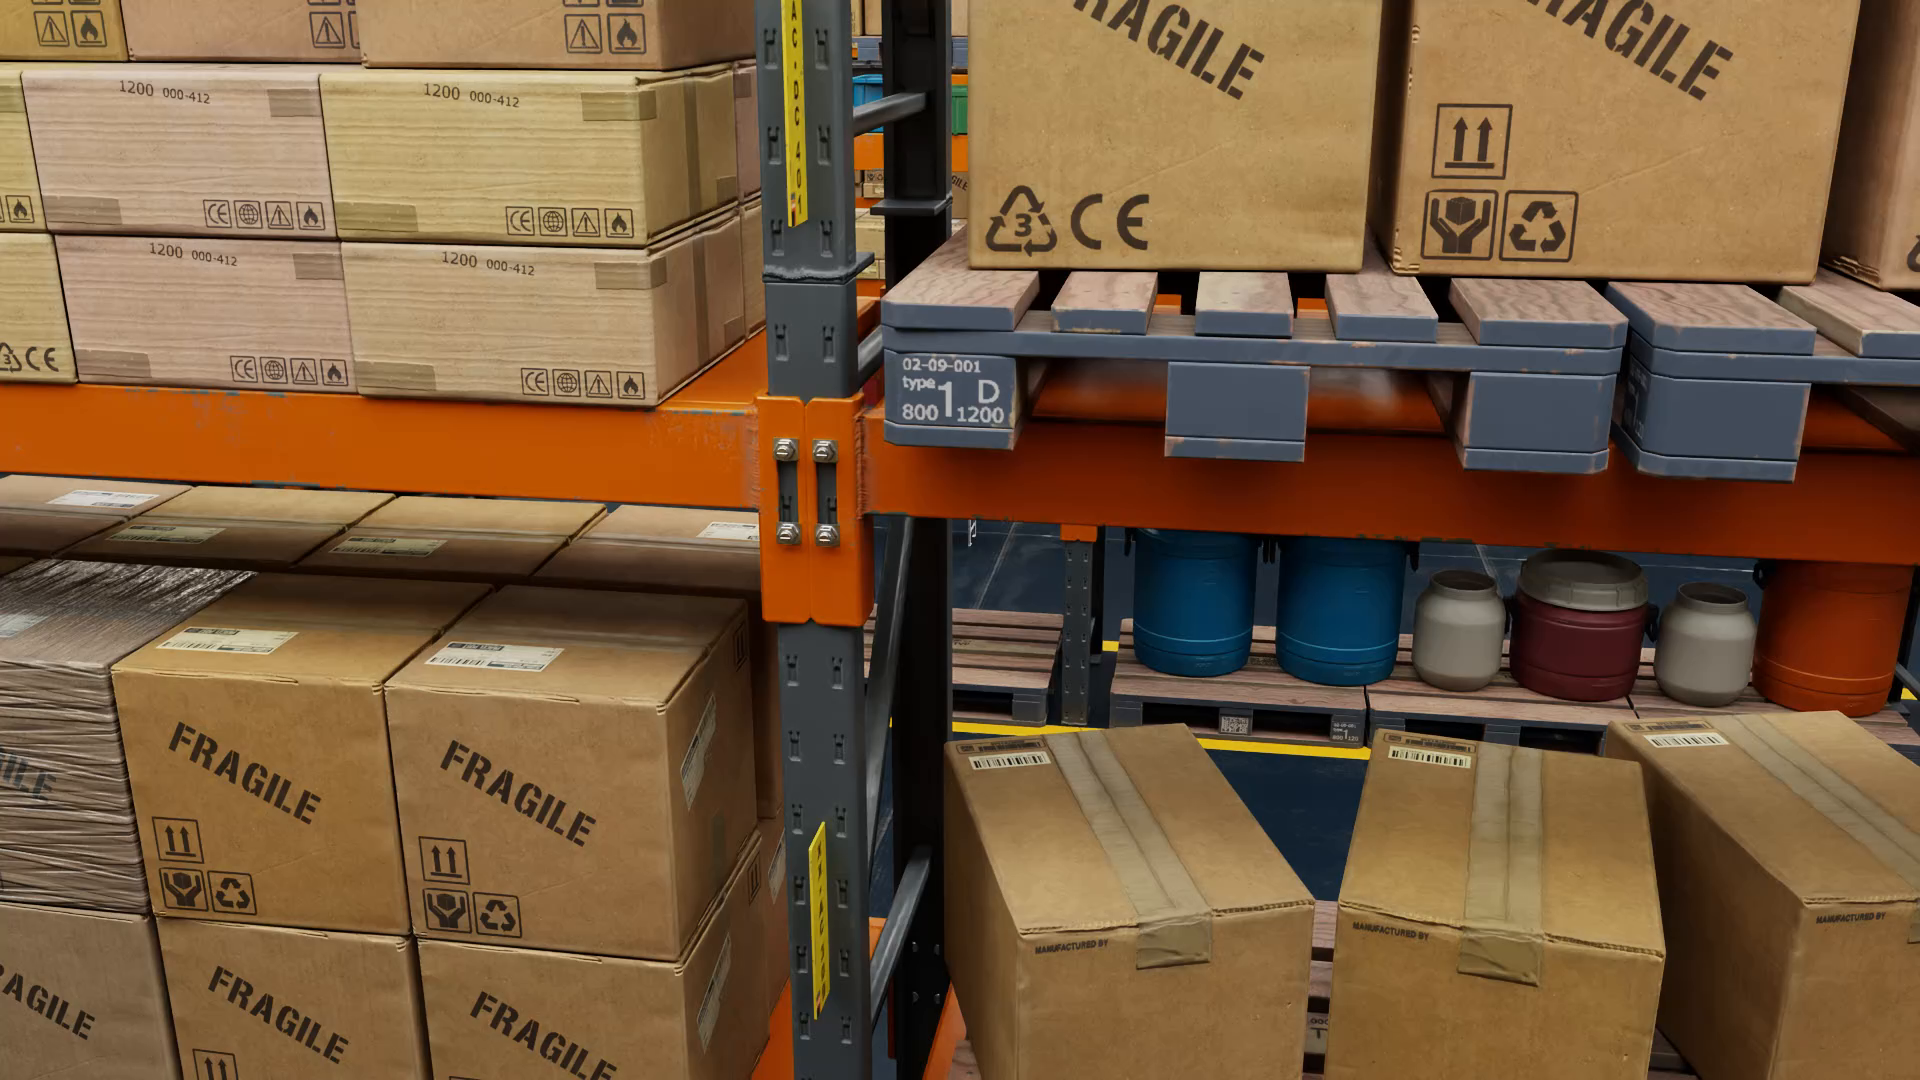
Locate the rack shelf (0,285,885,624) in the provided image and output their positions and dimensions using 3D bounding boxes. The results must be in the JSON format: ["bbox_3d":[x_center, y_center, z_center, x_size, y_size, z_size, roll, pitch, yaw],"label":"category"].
[{"bbox_3d":[-2.131,-0.301,3.383,4.000,0.370,1.077,3,19,9],"label":"rack shelf"}]

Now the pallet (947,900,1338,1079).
[{"bbox_3d":[0.615,1.046,3.252,1.213,0.211,1.003,3,19,9],"label":"pallet"}]

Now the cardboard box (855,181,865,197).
[{"bbox_3d":[-1.119,-3.735,17.634,0.250,0.149,0.380,4,19,11],"label":"cardboard box"}]

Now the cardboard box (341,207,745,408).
[{"bbox_3d":[-0.679,-0.412,2.816,0.500,0.250,0.500,3,19,9],"label":"cardboard box"}]

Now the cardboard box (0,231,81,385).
[{"bbox_3d":[-1.666,-0.463,2.968,0.500,0.250,0.500,3,19,9],"label":"cardboard box"}]

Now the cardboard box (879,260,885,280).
[{"bbox_3d":[-0.455,-2.094,12.730,0.250,0.149,0.380,3,19,10],"label":"cardboard box"}]

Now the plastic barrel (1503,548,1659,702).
[{"bbox_3d":[2.981,0.399,8.023,0.708,0.588,0.600,3,19,9],"label":"plastic barrel"}]

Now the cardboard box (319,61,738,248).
[{"bbox_3d":[-0.680,-0.647,2.731,0.500,0.250,0.500,3,19,9],"label":"cardboard box"}]

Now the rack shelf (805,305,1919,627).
[{"bbox_3d":[1.818,-0.100,2.781,4.000,0.370,1.077,3,19,9],"label":"rack shelf"}]

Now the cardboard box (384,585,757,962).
[{"bbox_3d":[-0.697,0.415,3.103,0.500,0.500,0.500,3,19,9],"label":"cardboard box"}]

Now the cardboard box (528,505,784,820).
[{"bbox_3d":[-0.577,0.247,3.604,0.500,0.500,0.500,3,19,10],"label":"cardboard box"}]

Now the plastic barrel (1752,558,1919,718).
[{"bbox_3d":[4.096,0.341,7.815,0.708,0.830,0.600,3,19,9],"label":"plastic barrel"}]

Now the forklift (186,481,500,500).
[{"bbox_3d":[-1.995,0.104,5.872,1.130,2.935,3.031,-17,25,-42],"label":"forklift"}]

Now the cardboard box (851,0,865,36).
[{"bbox_3d":[-0.955,-4.054,12.488,0.500,0.500,0.700,2,19,5],"label":"cardboard box"}]

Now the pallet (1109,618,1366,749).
[{"bbox_3d":[1.388,0.703,8.369,1.213,0.211,1.003,3,19,9],"label":"pallet"}]

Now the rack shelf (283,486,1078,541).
[{"bbox_3d":[-1.342,-0.431,8.496,4.000,0.370,1.077,3,19,9],"label":"rack shelf"}]

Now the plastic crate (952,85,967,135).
[{"bbox_3d":[0.166,-1.920,7.420,0.662,0.188,0.450,3,19,9],"label":"plastic crate"}]

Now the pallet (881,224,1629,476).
[{"bbox_3d":[0.476,-0.398,2.834,1.003,0.211,1.213,3,19,9],"label":"pallet"}]

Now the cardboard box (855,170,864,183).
[{"bbox_3d":[-1.245,-4.052,17.560,0.500,0.500,0.500,4,19,11],"label":"cardboard box"}]

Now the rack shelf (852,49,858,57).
[{"bbox_3d":[0.330,-4.954,17.287,4.000,0.370,1.077,3,19,9],"label":"rack shelf"}]

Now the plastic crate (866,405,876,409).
[{"bbox_3d":[-0.515,-0.541,8.032,0.590,0.125,0.437,3,19,9],"label":"plastic crate"}]

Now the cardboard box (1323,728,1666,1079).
[{"bbox_3d":[0.964,0.743,3.037,0.500,0.500,0.700,6,19,17],"label":"cardboard box"}]

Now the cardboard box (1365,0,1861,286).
[{"bbox_3d":[0.992,-0.761,2.646,0.600,0.600,0.600,3,19,8],"label":"cardboard box"}]

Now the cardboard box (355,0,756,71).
[{"bbox_3d":[-0.643,-1.076,2.831,0.500,0.500,0.700,3,19,9],"label":"cardboard box"}]

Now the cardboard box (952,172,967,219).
[{"bbox_3d":[-0.014,-2.804,13.043,0.500,0.500,0.500,2,19,7],"label":"cardboard box"}]

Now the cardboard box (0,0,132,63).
[{"bbox_3d":[-1.609,-1.169,3.108,0.500,0.500,0.700,3,19,9],"label":"cardboard box"}]

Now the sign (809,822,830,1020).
[{"bbox_3d":[-0.235,0.640,2.797,0.005,0.325,0.100,3,19,9],"label":"sign"}]

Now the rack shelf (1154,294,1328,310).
[{"bbox_3d":[3.393,-1.781,12.532,4.000,0.370,1.077,3,19,9],"label":"rack shelf"}]

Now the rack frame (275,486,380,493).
[{"bbox_3d":[-3.317,-0.872,8.683,0.127,3.000,1.000,3,19,9],"label":"rack frame"}]

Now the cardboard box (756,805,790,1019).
[{"bbox_3d":[-0.617,0.722,3.760,0.500,0.500,0.500,3,19,10],"label":"cardboard box"}]

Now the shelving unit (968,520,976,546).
[{"bbox_3d":[-0.163,-0.577,10.638,0.503,1.200,0.258,3,19,9],"label":"shelving unit"}]

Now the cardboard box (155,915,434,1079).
[{"bbox_3d":[-1.200,0.863,3.339,0.500,0.500,0.500,3,19,10],"label":"cardboard box"}]

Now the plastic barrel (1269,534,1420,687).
[{"bbox_3d":[1.866,0.193,8.143,0.708,0.901,0.600,3,19,9],"label":"plastic barrel"}]

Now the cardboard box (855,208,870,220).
[{"bbox_3d":[-1.007,-2.502,13.320,0.500,0.250,0.500,2,19,7],"label":"cardboard box"}]

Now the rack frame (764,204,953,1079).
[{"bbox_3d":[-0.157,0.881,3.444,0.127,3.000,1.000,3,19,9],"label":"rack frame"}]

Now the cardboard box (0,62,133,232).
[{"bbox_3d":[-1.666,-0.699,2.887,0.500,0.250,0.500,3,19,9],"label":"cardboard box"}]

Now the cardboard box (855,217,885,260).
[{"bbox_3d":[-0.574,-2.310,12.748,0.500,0.250,0.500,3,19,8],"label":"cardboard box"}]

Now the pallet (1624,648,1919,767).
[{"bbox_3d":[3.797,0.826,8.002,1.213,0.211,1.003,3,19,9],"label":"pallet"}]

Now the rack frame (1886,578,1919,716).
[{"bbox_3d":[4.582,-0.470,7.480,0.127,3.000,1.000,3,19,9],"label":"rack frame"}]

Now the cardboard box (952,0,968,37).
[{"bbox_3d":[0.106,-3.988,12.291,0.500,0.500,0.700,4,19,11],"label":"cardboard box"}]

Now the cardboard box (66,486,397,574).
[{"bbox_3d":[-1.594,0.195,3.759,0.500,0.500,0.500,2,19,7],"label":"cardboard box"}]

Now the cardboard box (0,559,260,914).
[{"bbox_3d":[-1.701,0.364,3.254,0.500,0.500,0.500,3,19,9],"label":"cardboard box"}]

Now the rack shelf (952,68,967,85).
[{"bbox_3d":[-0.556,-3.405,12.658,4.000,0.370,1.077,3,19,9],"label":"rack shelf"}]

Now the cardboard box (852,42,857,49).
[{"bbox_3d":[-1.242,-5.222,17.190,0.500,0.250,0.500,4,19,11],"label":"cardboard box"}]

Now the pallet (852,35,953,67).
[{"bbox_3d":[-0.589,-3.710,12.576,1.213,0.211,1.003,3,19,9],"label":"pallet"}]
